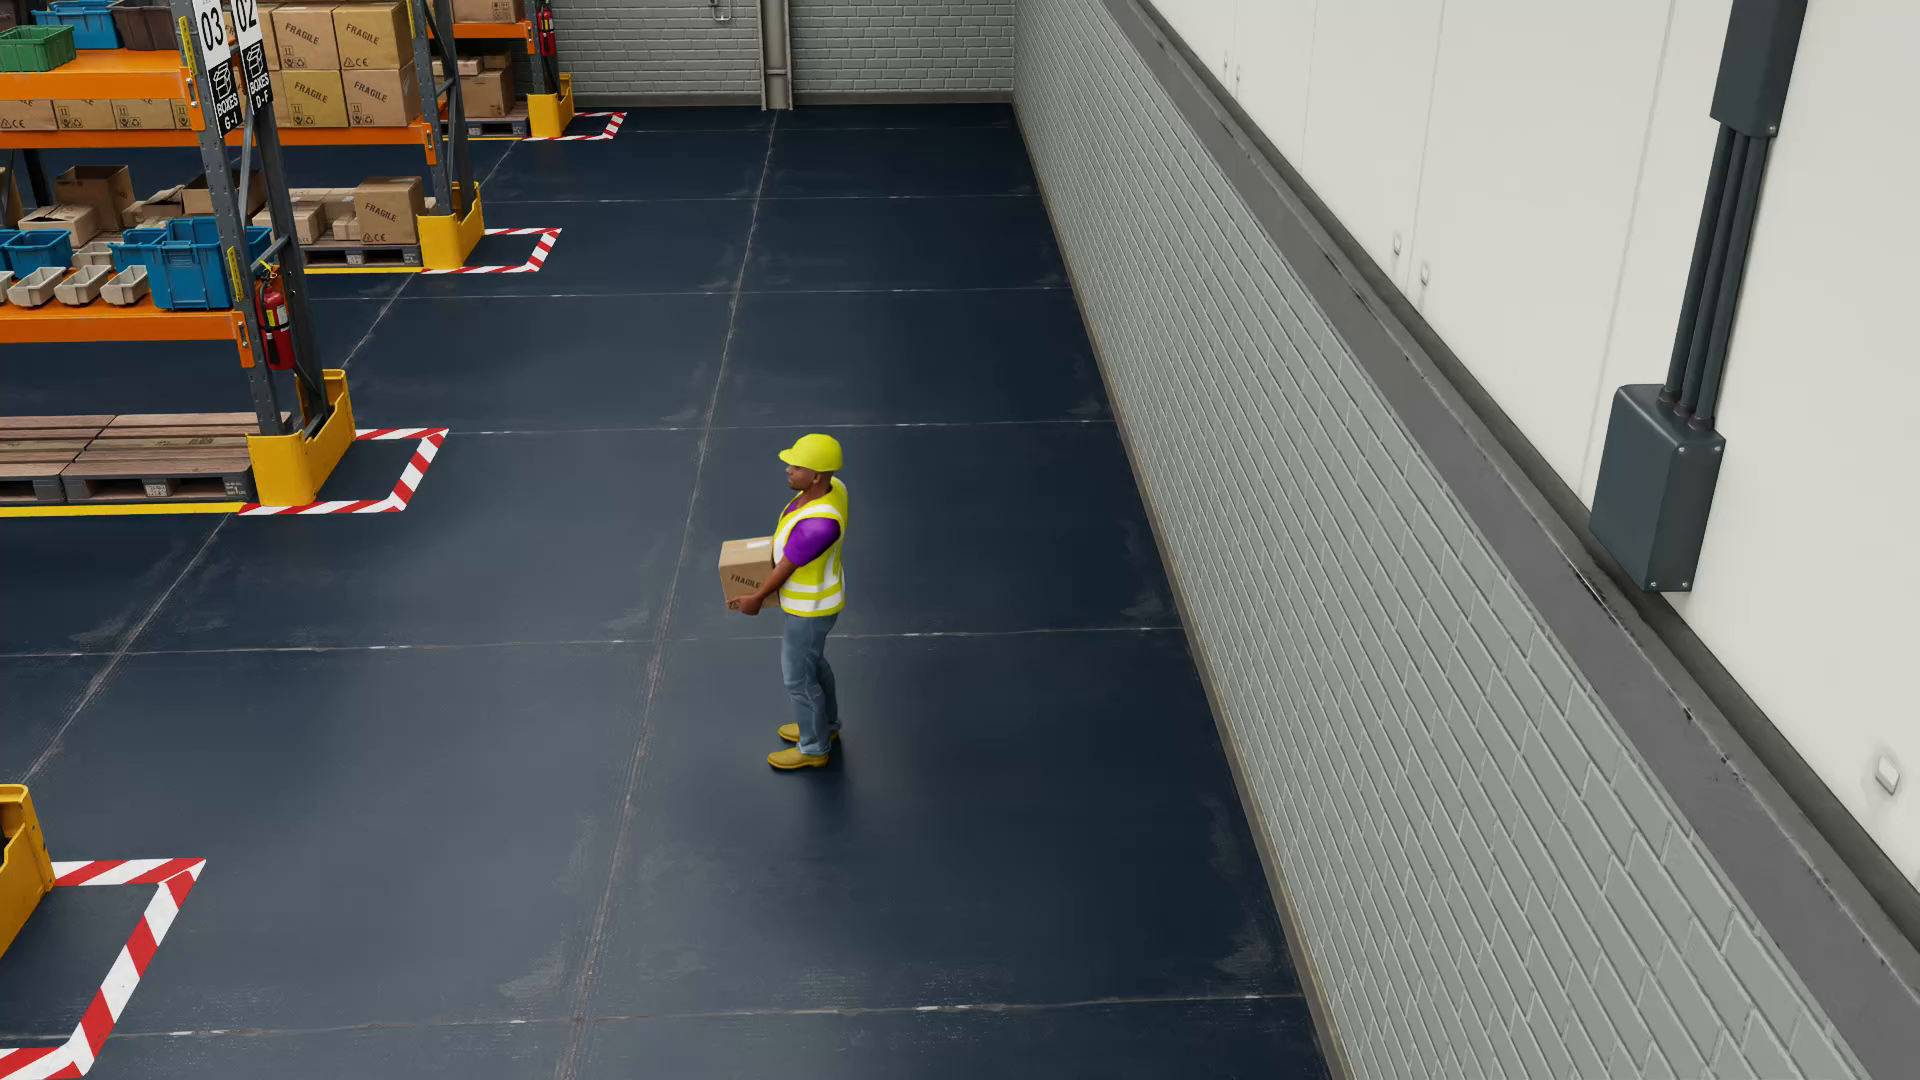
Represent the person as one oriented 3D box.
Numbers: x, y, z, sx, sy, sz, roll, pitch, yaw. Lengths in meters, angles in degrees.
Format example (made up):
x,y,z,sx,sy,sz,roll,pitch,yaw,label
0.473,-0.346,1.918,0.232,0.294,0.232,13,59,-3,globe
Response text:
x,y,z,sx,sy,sz,roll,pitch,yaw,label
-0.819,0.299,8.023,0.586,1.760,0.503,-1,27,-2,person
